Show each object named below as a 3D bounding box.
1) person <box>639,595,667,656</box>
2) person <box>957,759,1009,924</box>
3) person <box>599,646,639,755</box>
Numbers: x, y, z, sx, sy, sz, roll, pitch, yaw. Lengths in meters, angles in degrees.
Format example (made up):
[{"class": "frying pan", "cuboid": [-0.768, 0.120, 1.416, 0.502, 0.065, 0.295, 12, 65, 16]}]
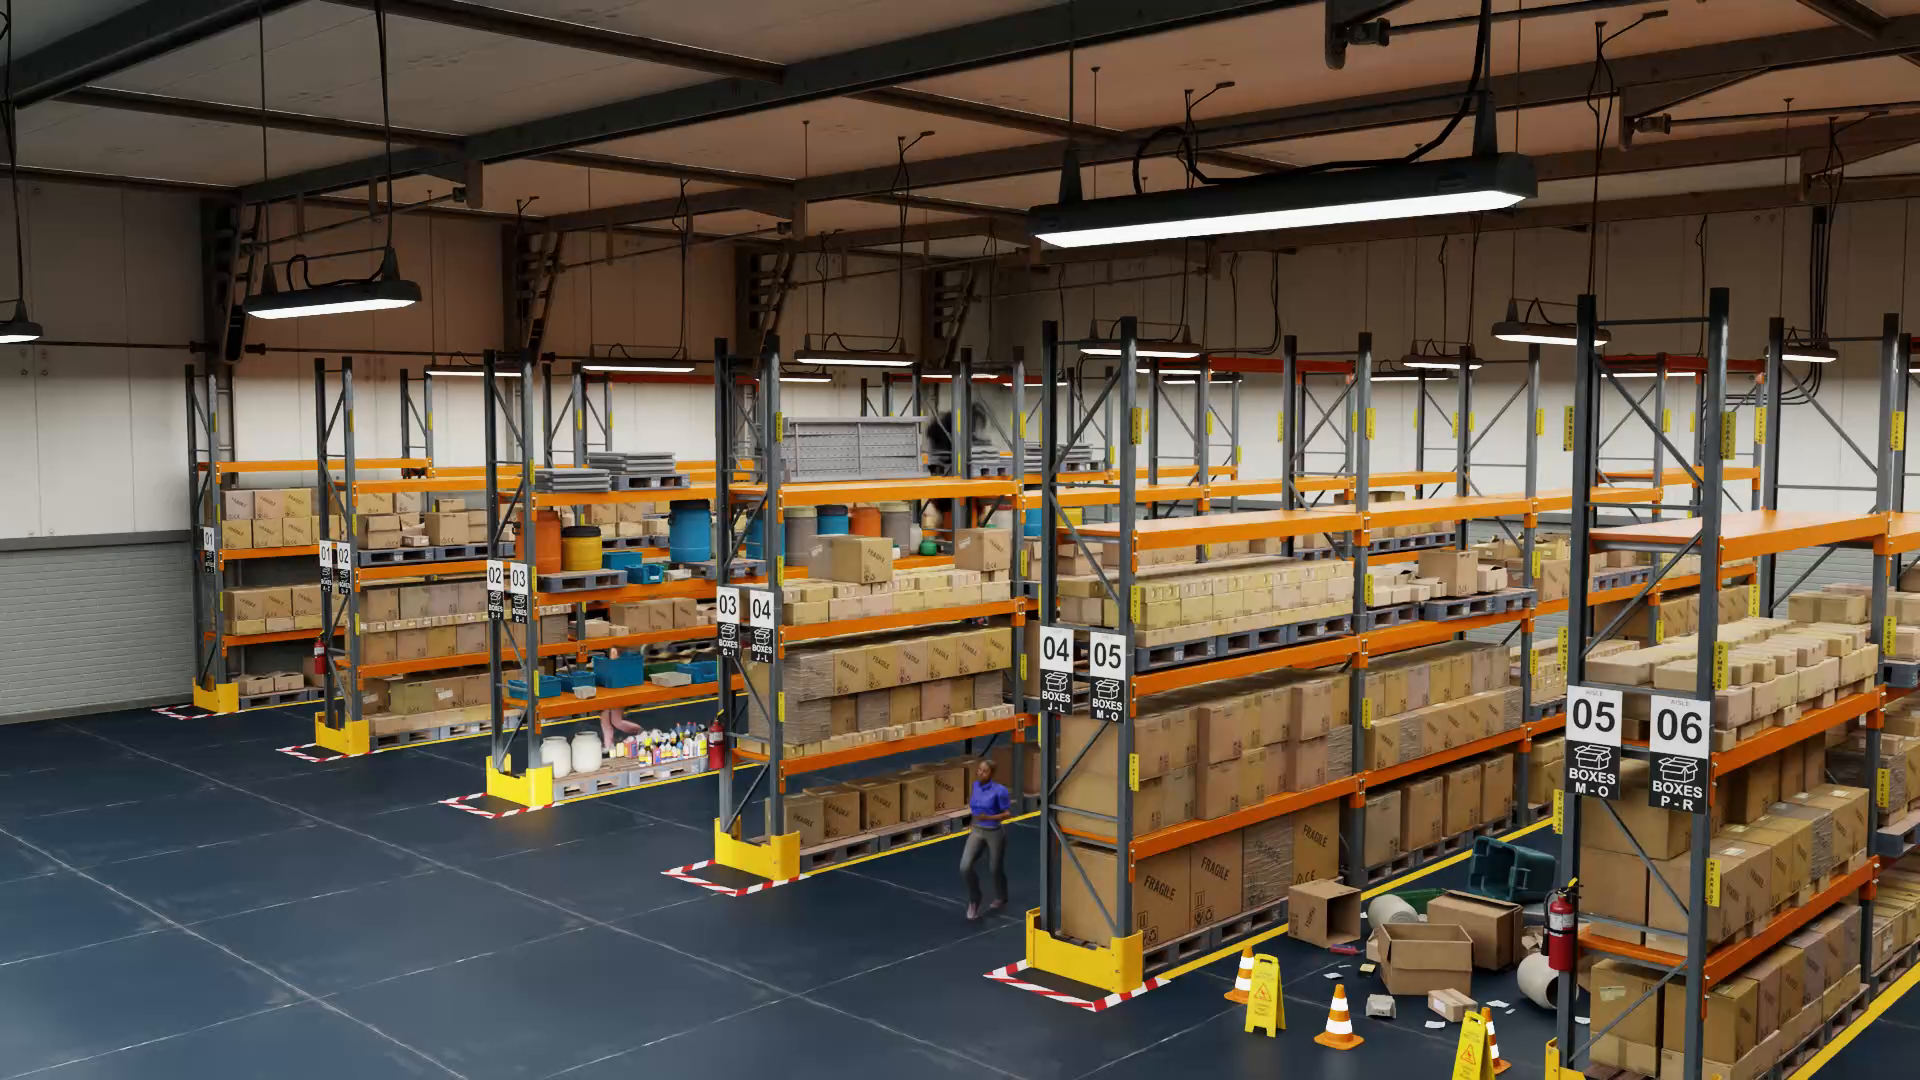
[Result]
[{"class": "person", "cuboid": [-5.815, 1.848, 31.767, 1.083, 1.807, 0.733, -4, 6, -43]}, {"class": "person", "cuboid": [0.293, 3.059, 16.968, 0.554, 1.695, 0.768, 2, 5, 29]}, {"class": "person", "cuboid": [-5.252, 2.418, 25.278, 0.608, 1.634, 0.695, 4, 6, 41]}]
